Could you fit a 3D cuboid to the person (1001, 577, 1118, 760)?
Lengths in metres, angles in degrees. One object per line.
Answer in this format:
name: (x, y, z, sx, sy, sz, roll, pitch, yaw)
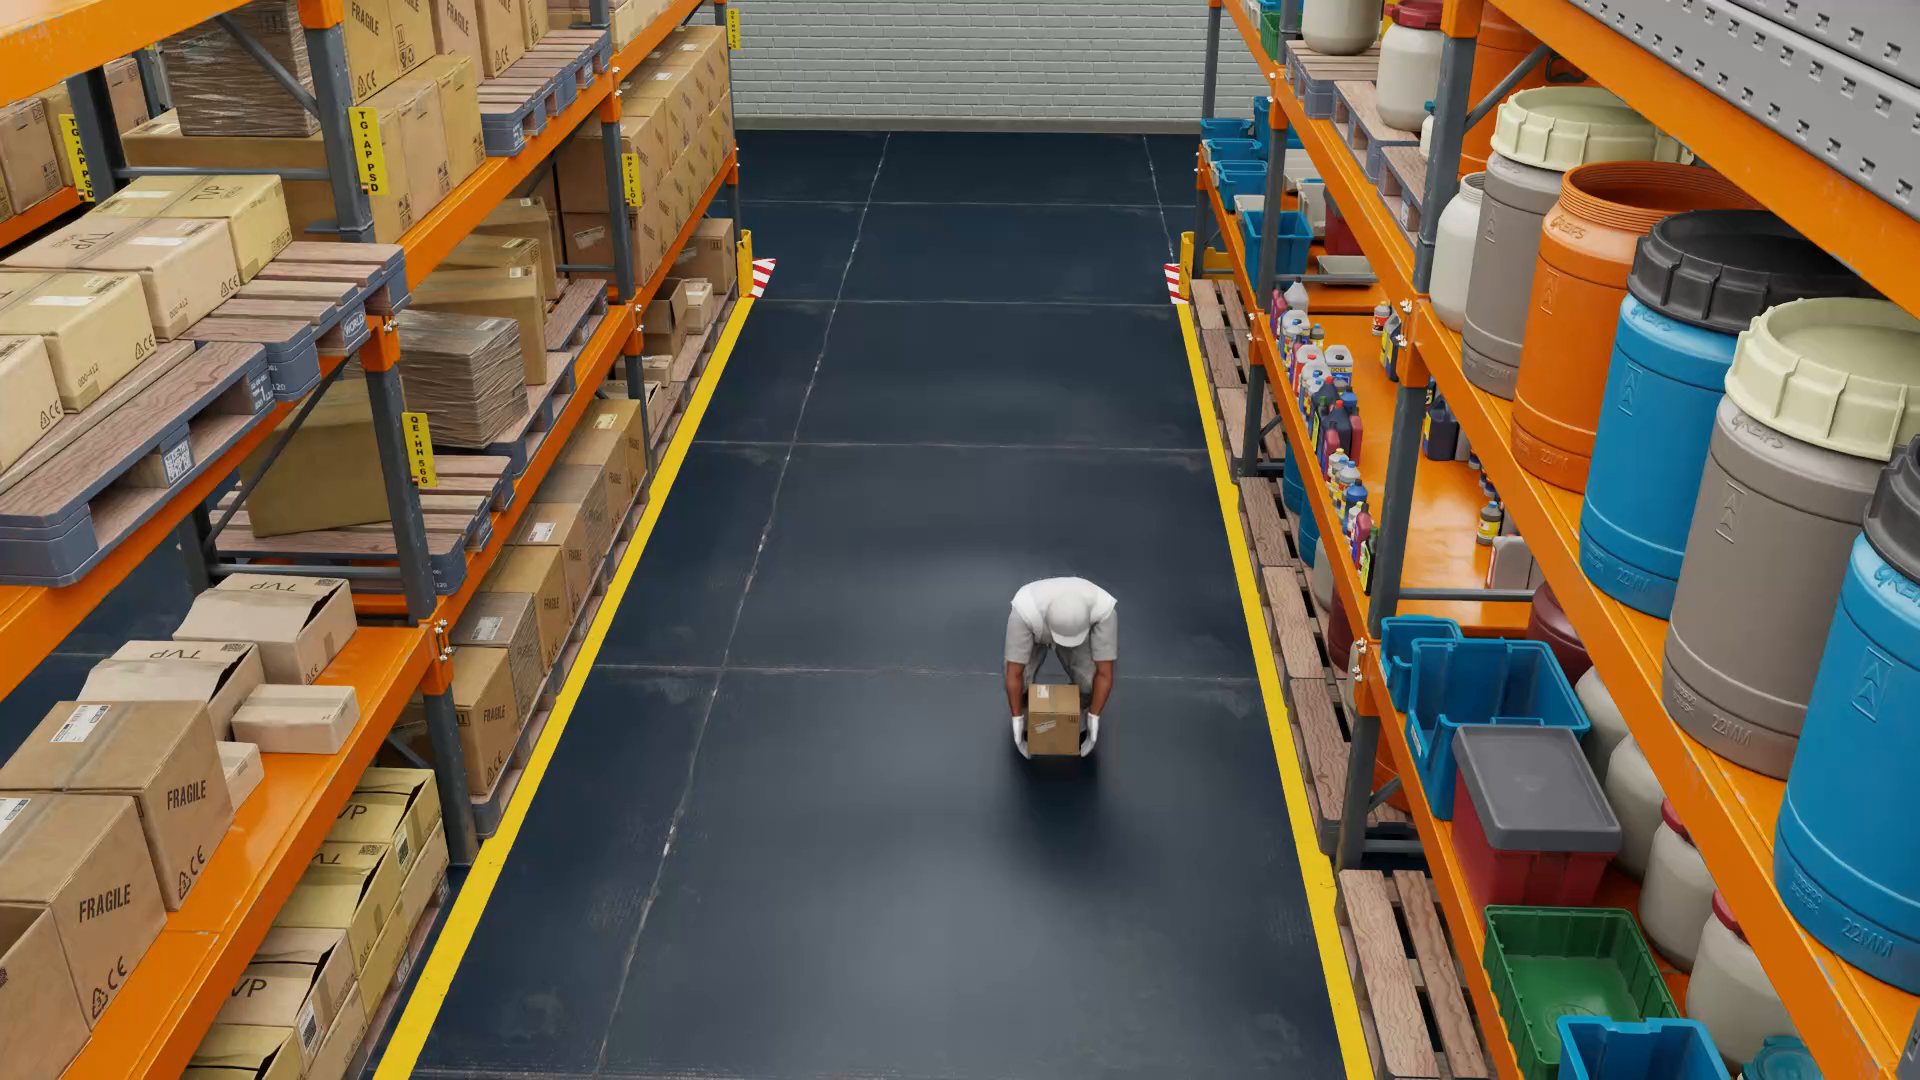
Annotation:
person: (0.498, 0.560, 8.377, 0.578, 1.005, 0.919, 2, 28, 3)
